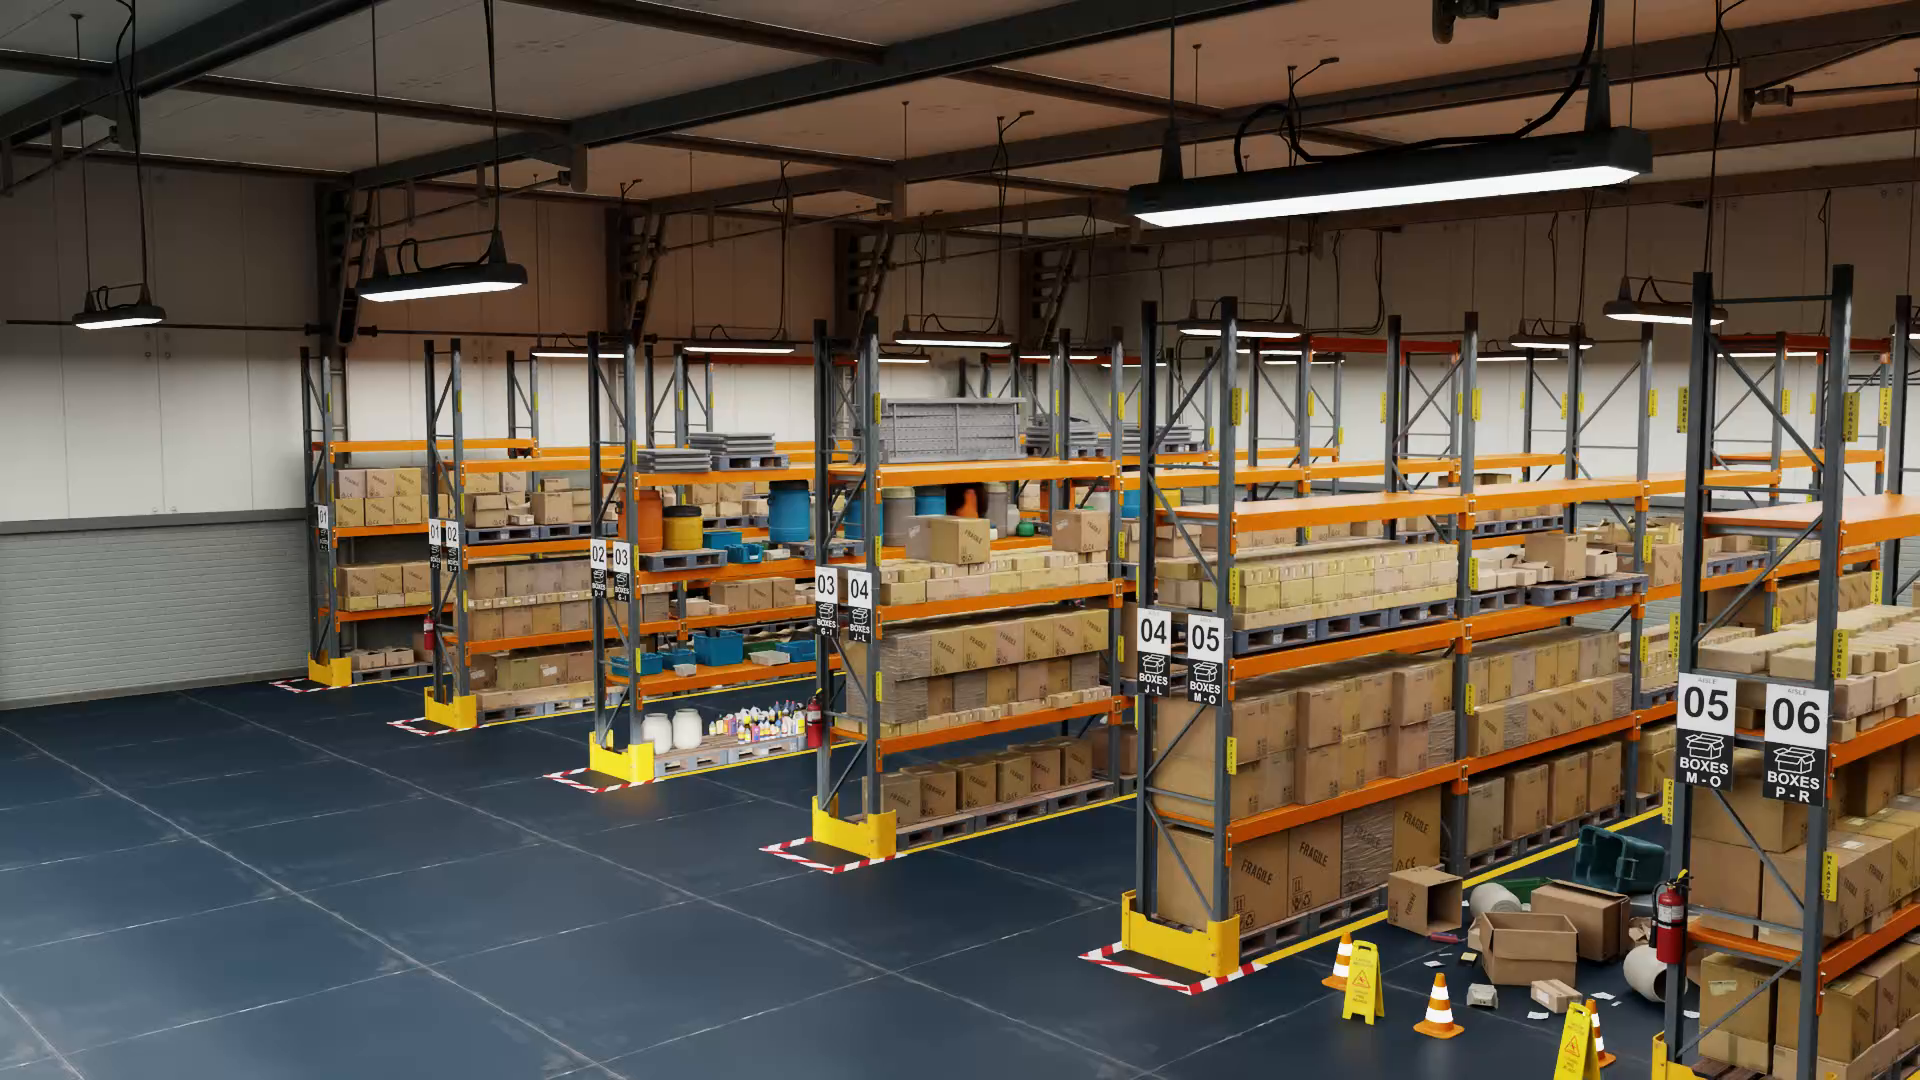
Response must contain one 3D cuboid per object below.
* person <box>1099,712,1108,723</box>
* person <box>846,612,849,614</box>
[{"bbox_3d":[2.343,1.900,25.242,0.589,1.670,0.794,3,6,34],"label":"person"},{"bbox_3d":[-2.293,1.277,34.675,0.558,1.565,0.775,5,7,45],"label":"person"}]
